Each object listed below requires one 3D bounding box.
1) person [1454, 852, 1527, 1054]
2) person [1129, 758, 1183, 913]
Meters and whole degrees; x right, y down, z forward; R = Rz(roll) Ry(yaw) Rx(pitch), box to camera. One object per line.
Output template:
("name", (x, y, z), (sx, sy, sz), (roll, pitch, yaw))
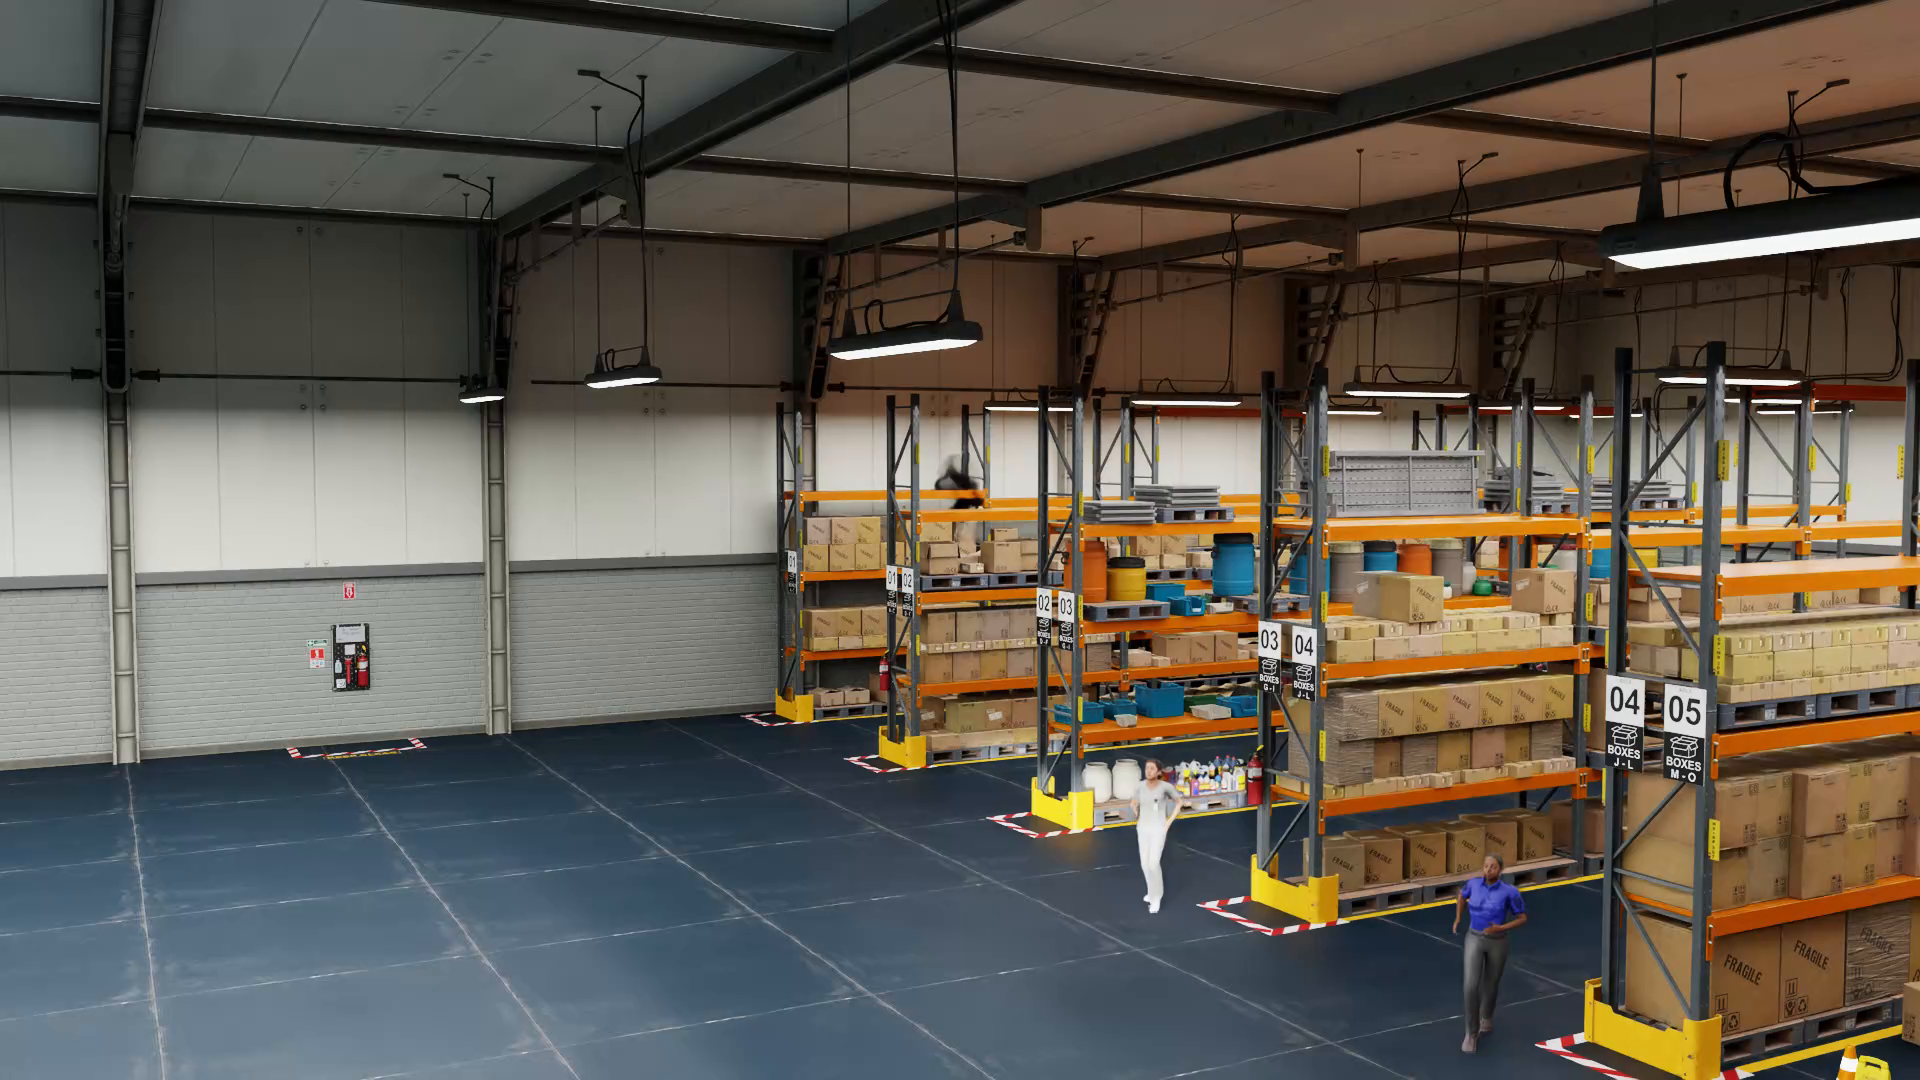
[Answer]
("person", (4.571, 3.541, 14.340), (0.609, 1.729, 0.674), (2, 4, 27))
("person", (2.145, 3.286, 18.546), (0.562, 1.713, 0.639), (2, 4, 30))
